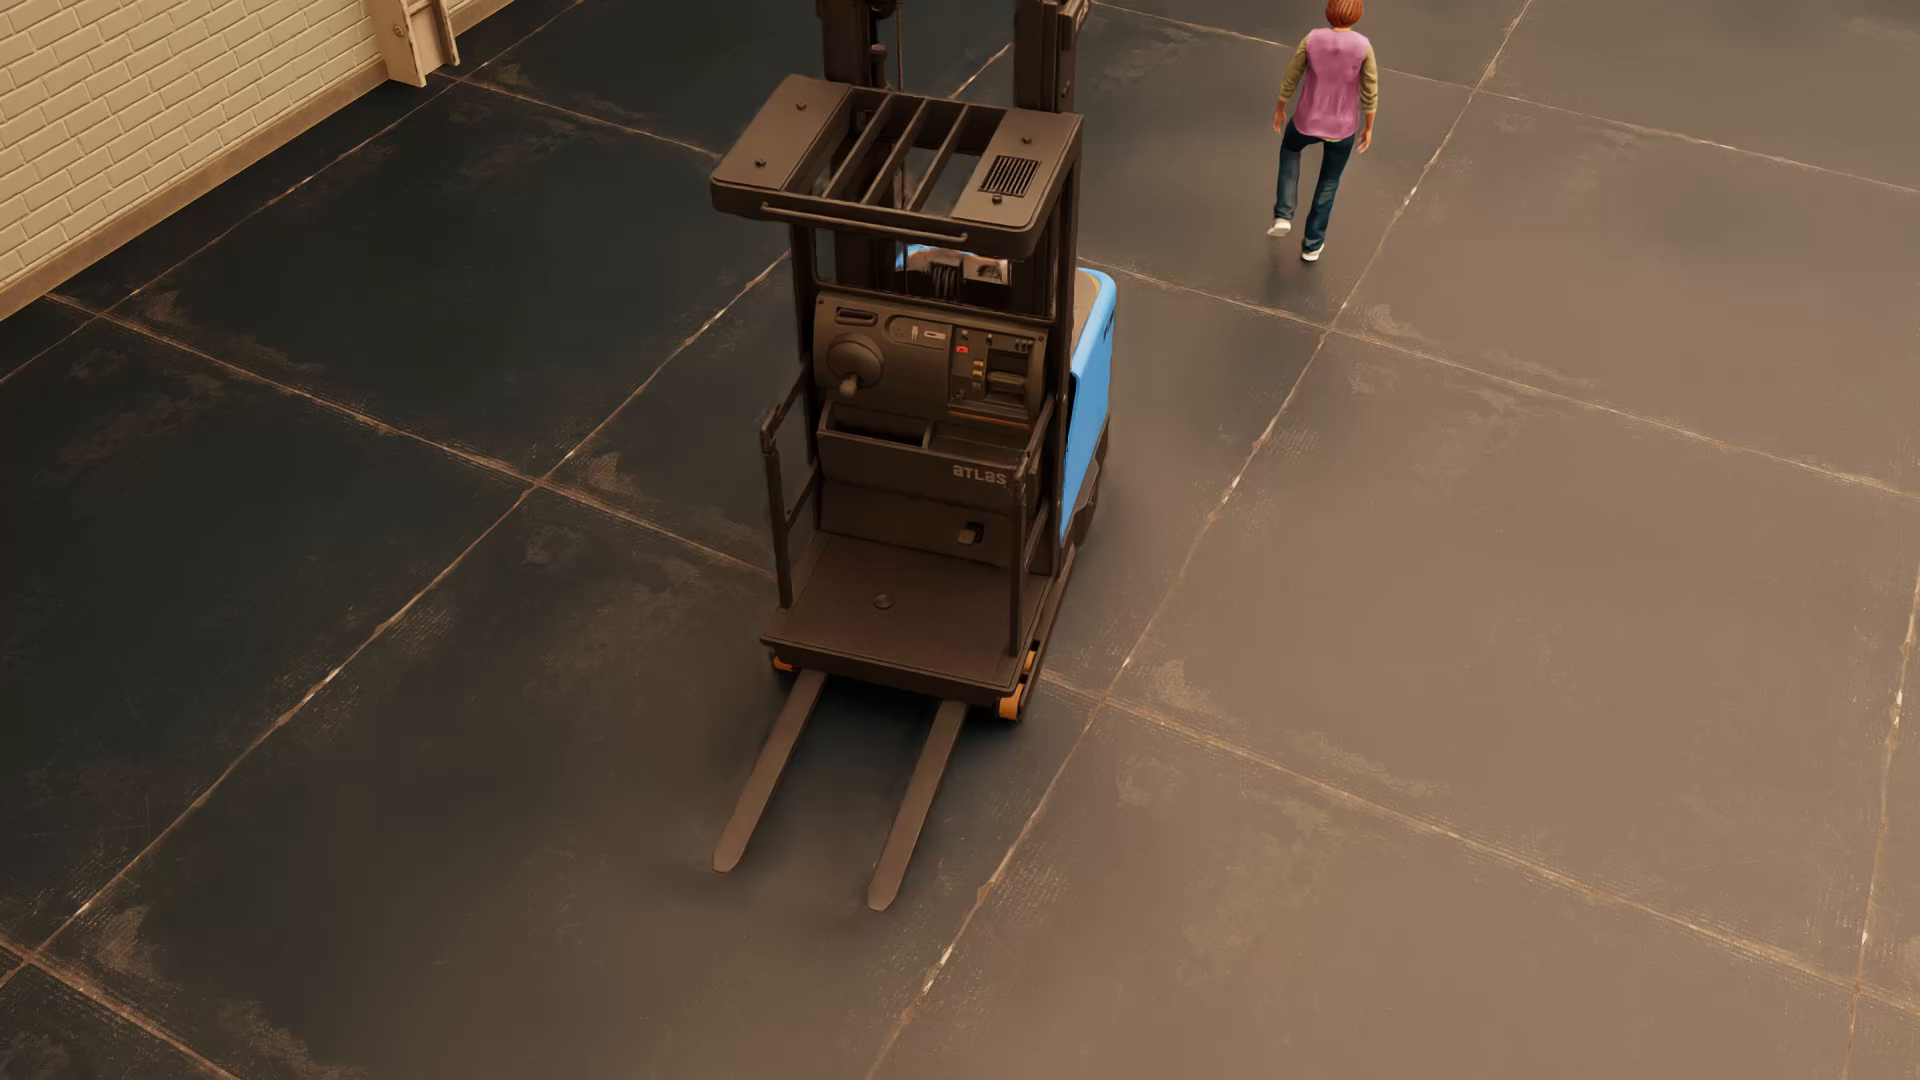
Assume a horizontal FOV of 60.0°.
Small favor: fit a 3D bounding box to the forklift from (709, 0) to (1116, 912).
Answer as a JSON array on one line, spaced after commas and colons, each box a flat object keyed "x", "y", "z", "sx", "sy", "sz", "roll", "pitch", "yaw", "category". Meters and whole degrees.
[{"x": -0.180, "y": -0.615, "z": 6.307, "sx": 1.130, "sy": 2.935, "sz": 3.031, "roll": 11, "pitch": 44, "yaw": 12, "category": "forklift"}]

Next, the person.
[{"x": 1.982, "y": -2.286, "z": 9.069, "sx": 0.534, "sy": 1.578, "sz": 0.425, "roll": 10, "pitch": 44, "yaw": 10, "category": "person"}]
